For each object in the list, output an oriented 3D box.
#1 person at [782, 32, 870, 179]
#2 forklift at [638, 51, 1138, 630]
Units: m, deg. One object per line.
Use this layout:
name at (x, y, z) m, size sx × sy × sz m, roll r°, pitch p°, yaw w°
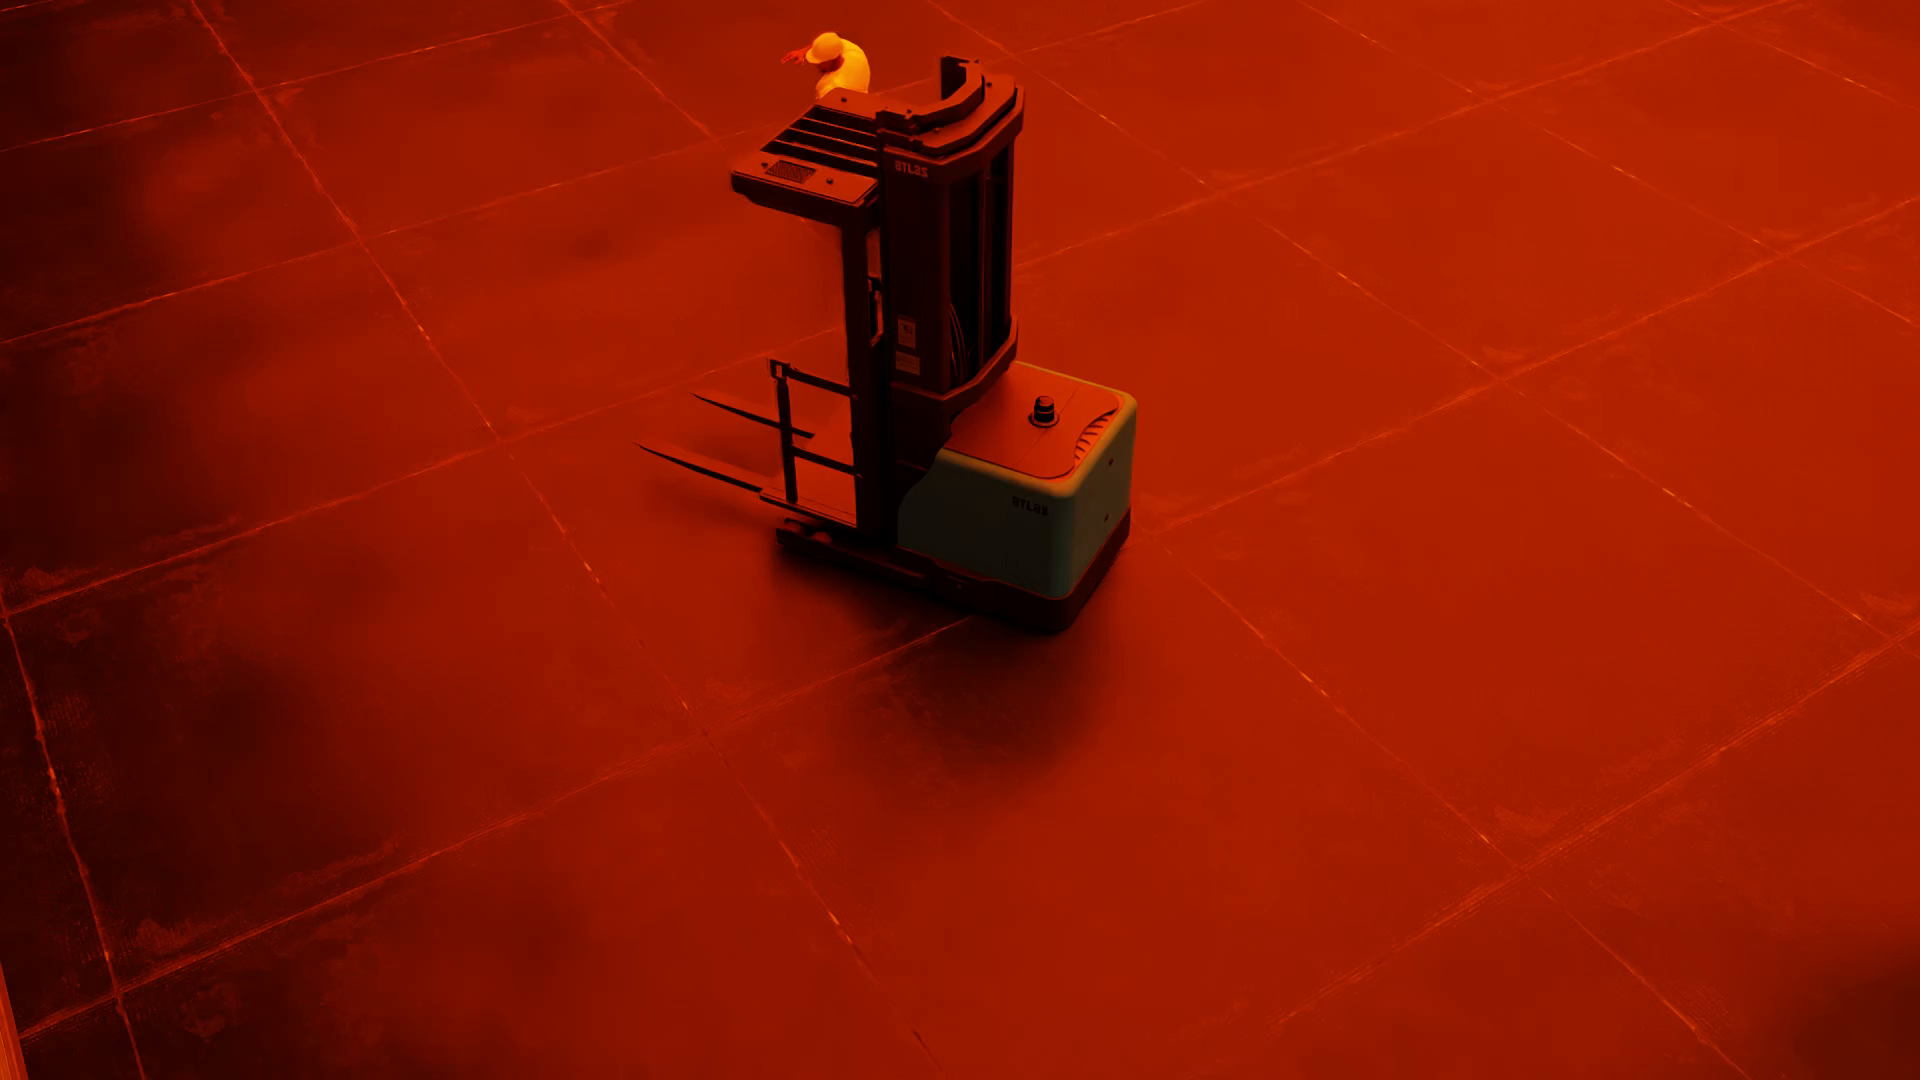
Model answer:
person at (-1.065, -3.155, 12.598) m, size 0.853 × 1.494 × 0.988 m, roll -16°, pitch 44°, yaw -17°
forklift at (-0.529, -1.278, 9.333) m, size 3.031 × 2.935 × 1.130 m, roll 19°, pitch 45°, yaw 20°
